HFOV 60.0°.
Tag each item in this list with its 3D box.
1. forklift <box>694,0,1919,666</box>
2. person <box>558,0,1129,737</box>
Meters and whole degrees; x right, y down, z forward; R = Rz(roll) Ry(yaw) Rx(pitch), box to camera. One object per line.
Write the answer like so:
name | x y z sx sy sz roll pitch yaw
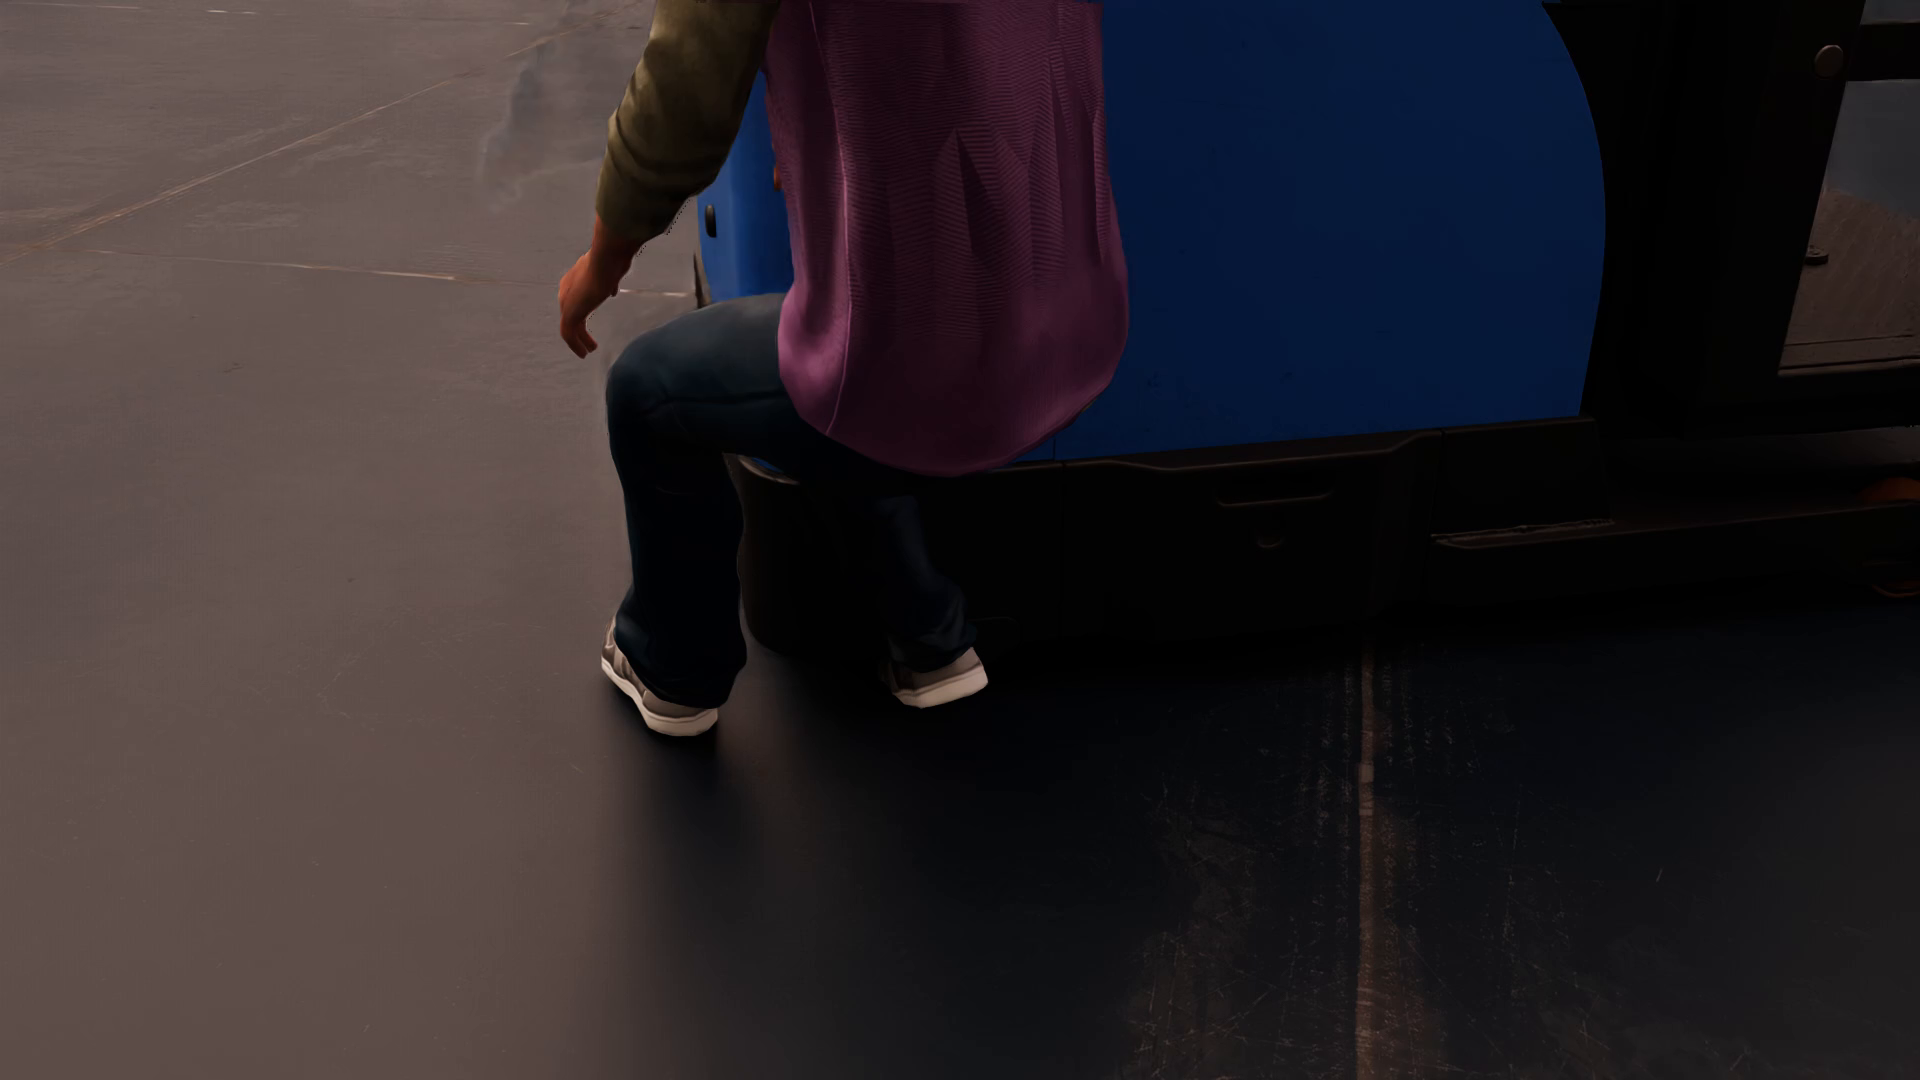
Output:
forklift | 1.130 -1.455 2.130 3.031 2.935 1.130 -5 27 -10
person | -0.201 -0.298 1.643 0.778 1.400 0.665 19 32 32
